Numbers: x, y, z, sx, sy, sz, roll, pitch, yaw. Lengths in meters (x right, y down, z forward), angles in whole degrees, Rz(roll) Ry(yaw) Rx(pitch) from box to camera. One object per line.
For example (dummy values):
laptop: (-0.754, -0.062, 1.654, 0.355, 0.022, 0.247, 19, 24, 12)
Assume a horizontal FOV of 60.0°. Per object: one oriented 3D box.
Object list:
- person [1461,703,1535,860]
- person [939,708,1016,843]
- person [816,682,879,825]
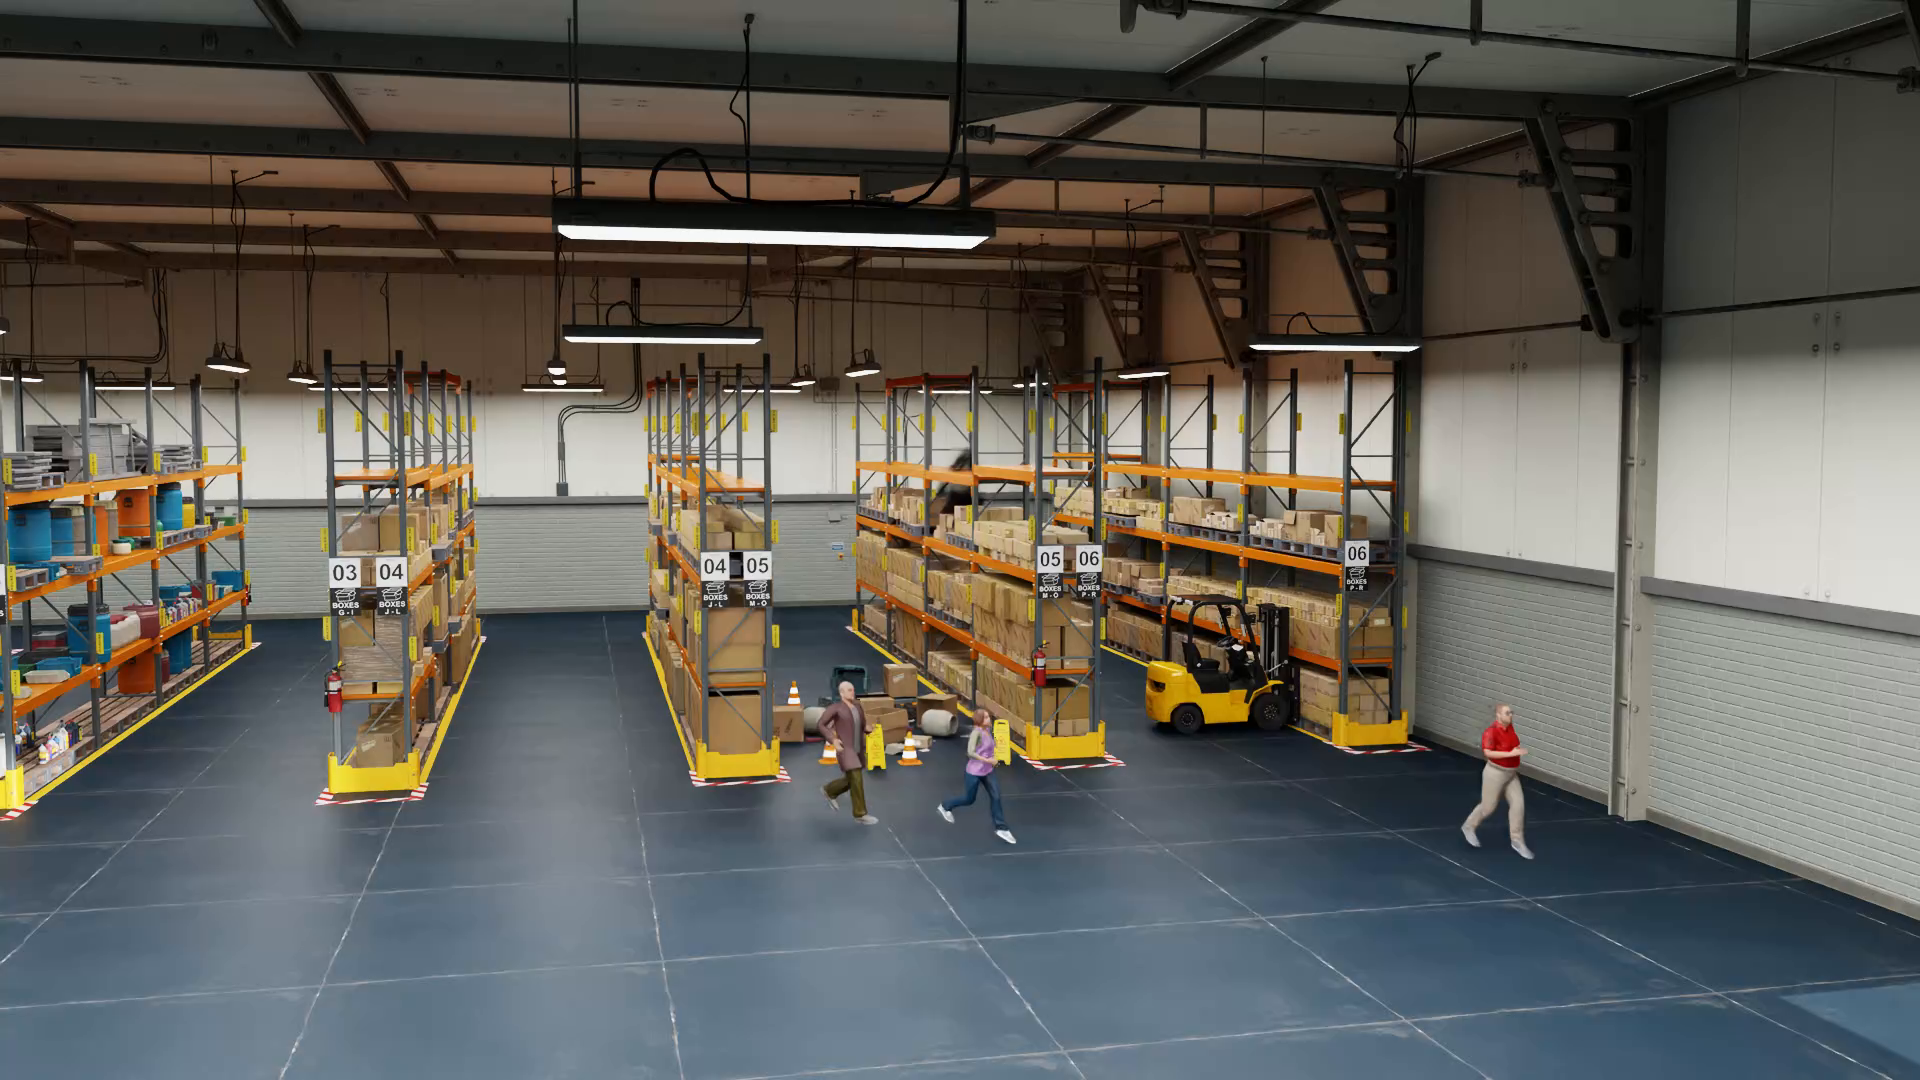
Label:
person: (6.279, 2.777, 19.388, 0.681, 1.762, 0.908, -3, 5, -35)
person: (0.197, 2.821, 20.063, 1.035, 1.596, 0.510, 3, 5, 34)
person: (-1.415, 2.698, 20.919, 1.017, 1.669, 0.716, 3, 5, 35)
